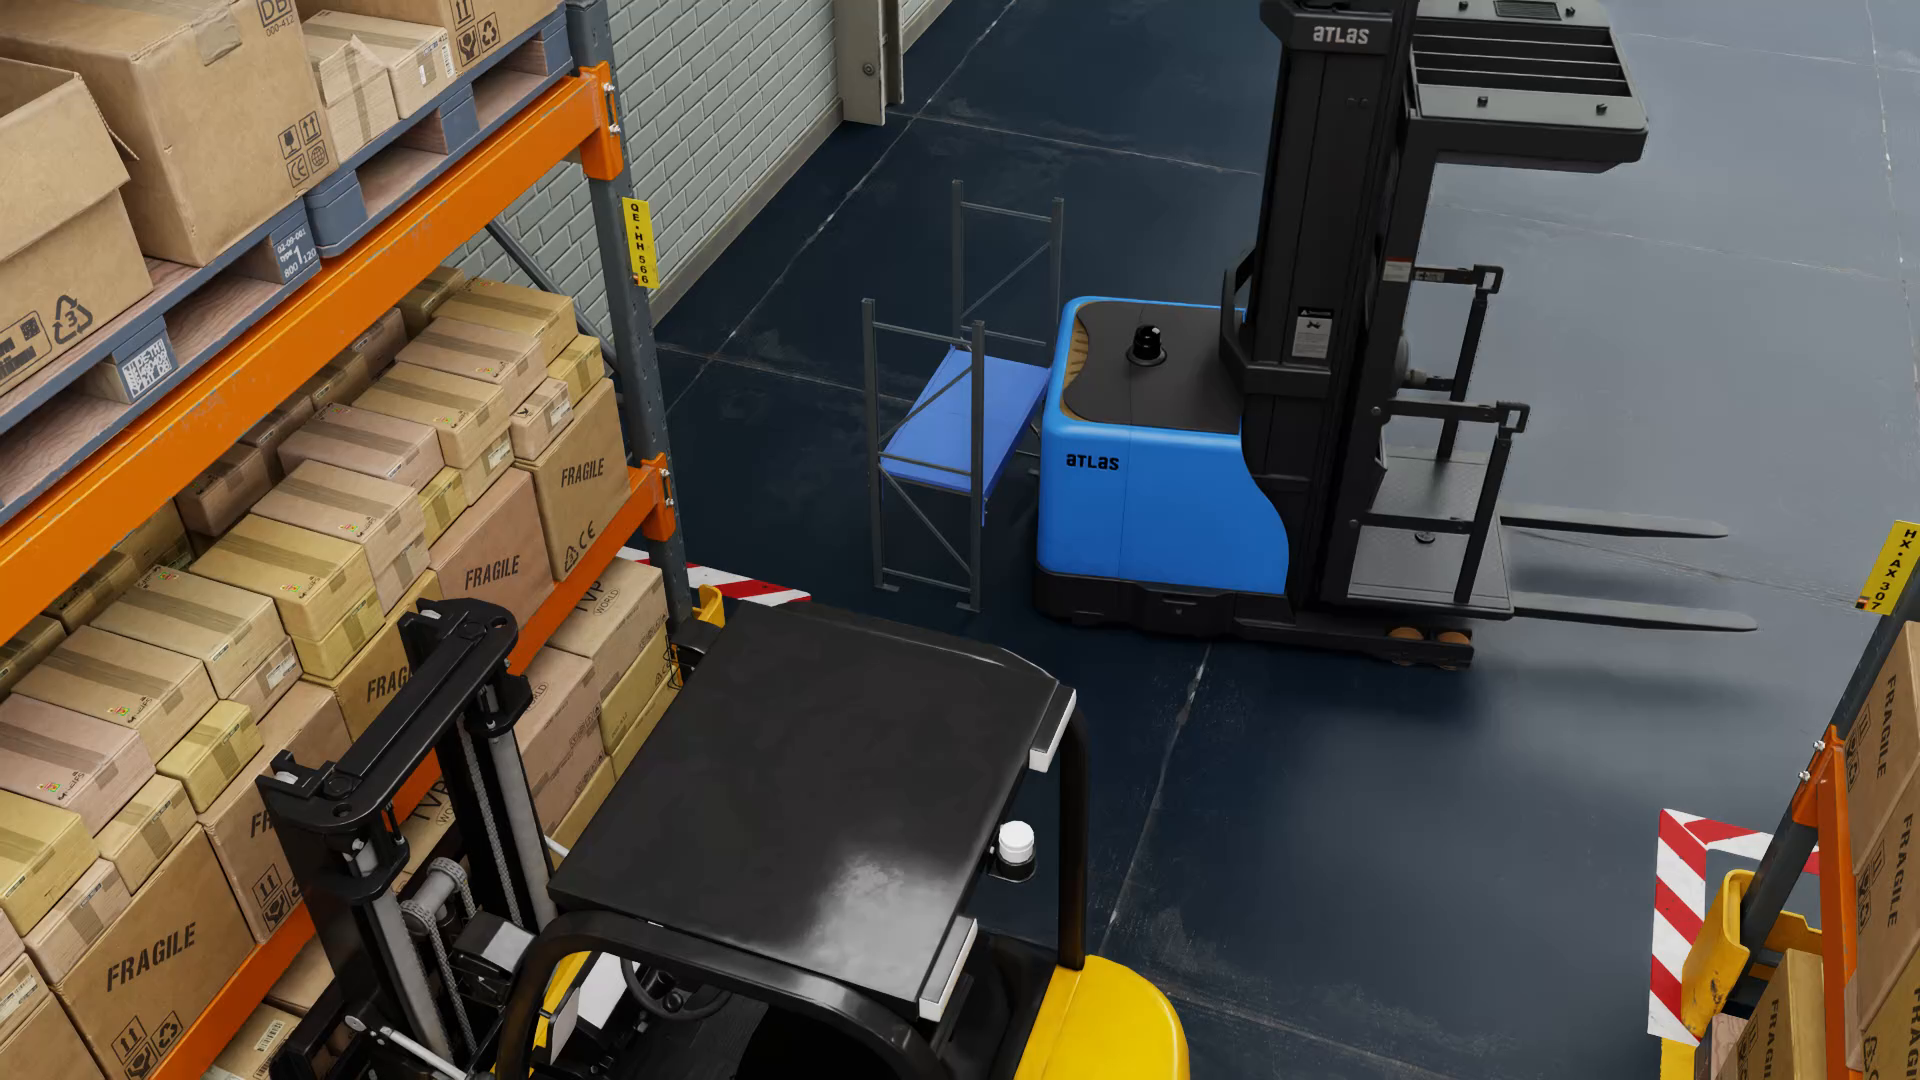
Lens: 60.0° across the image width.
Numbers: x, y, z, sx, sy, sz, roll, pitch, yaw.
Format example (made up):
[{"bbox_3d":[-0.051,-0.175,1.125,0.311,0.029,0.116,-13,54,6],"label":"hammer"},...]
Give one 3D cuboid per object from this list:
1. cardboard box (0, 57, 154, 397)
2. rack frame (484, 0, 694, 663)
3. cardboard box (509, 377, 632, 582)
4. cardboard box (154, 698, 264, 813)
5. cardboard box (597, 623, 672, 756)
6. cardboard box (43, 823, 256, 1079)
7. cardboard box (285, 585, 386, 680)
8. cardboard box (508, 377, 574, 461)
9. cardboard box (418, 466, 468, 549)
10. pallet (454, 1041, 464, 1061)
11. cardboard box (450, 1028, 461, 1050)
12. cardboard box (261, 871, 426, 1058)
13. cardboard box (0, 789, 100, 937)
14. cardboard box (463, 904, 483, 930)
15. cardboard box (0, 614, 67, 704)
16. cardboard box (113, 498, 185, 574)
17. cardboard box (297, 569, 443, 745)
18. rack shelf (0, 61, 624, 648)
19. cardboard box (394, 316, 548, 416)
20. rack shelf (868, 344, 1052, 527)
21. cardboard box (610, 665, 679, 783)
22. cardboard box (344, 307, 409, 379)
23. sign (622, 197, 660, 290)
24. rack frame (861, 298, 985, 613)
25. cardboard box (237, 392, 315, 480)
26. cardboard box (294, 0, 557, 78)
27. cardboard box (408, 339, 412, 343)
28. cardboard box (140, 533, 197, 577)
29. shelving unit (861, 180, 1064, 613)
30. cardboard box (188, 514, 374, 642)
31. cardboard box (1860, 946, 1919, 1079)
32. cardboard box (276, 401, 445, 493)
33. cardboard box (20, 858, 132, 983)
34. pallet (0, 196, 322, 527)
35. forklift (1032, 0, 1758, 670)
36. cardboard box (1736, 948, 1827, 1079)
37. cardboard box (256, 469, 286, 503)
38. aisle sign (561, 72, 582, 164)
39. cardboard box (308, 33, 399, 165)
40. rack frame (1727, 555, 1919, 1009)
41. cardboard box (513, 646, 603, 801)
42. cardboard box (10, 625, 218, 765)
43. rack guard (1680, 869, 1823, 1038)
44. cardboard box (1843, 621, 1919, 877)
[{"bbox_3d":[-2.156,-0.673,3.390,0.797,0.503,0.637,15,43,16],"label":"cardboard box"},{"bbox_3d":[-1.554,-0.569,6.060,1.000,3.000,0.127,13,42,15],"label":"rack frame"},{"bbox_3d":[-1.475,-0.249,5.607,0.500,0.500,0.500,12,42,14],"label":"cardboard box"},{"bbox_3d":[-2.018,0.511,4.217,0.380,0.149,0.250,12,42,14],"label":"cardboard box"},{"bbox_3d":[-1.427,0.493,6.225,0.500,0.250,0.500,13,42,15],"label":"cardboard box"},{"bbox_3d":[-2.190,0.989,4.156,0.500,0.500,0.500,13,42,15],"label":"cardboard box"},{"bbox_3d":[-1.825,0.207,4.573,0.380,0.149,0.250,14,42,15],"label":"cardboard box"},{"bbox_3d":[-1.469,-0.418,5.306,0.380,0.149,0.250,14,42,16],"label":"cardboard box"},{"bbox_3d":[-1.710,-0.125,4.962,0.380,0.149,0.250,13,42,15],"label":"cardboard box"},{"bbox_3d":[-2.195,1.709,5.538,1.003,0.211,1.213,13,42,15],"label":"pallet"},{"bbox_3d":[-1.933,1.600,5.313,0.500,0.250,0.500,15,43,16],"label":"cardboard box"},{"bbox_3d":[-1.931,1.217,4.991,0.500,0.250,0.500,12,42,14],"label":"cardboard box"},{"bbox_3d":[-2.203,0.708,3.757,0.380,0.149,0.250,13,42,14],"label":"cardboard box"},{"bbox_3d":[-1.765,1.116,5.494,0.500,0.250,0.500,12,42,14],"label":"cardboard box"},{"bbox_3d":[-2.512,0.289,4.248,0.380,0.149,0.250,14,43,16],"label":"cardboard box"},{"bbox_3d":[-2.415,-0.042,4.635,0.380,0.149,0.250,12,42,14],"label":"cardboard box"},{"bbox_3d":[-1.836,0.378,4.873,0.500,0.500,0.500,13,42,14],"label":"cardboard box"},{"bbox_3d":[-2.238,-0.217,3.890,1.077,0.370,4.000,13,42,15],"label":"rack shelf"},{"bbox_3d":[-1.533,-0.545,5.225,0.380,0.149,0.250,13,42,15],"label":"cardboard box"},{"bbox_3d":[0.029,-0.486,7.395,0.538,0.185,1.000,13,42,15],"label":"rack shelf"},{"bbox_3d":[-1.418,0.674,6.398,0.500,0.250,0.500,14,42,15],"label":"cardboard box"},{"bbox_3d":[-2.019,-0.662,5.362,0.380,0.149,0.250,15,43,17],"label":"cardboard box"},{"bbox_3d":[-1.049,-0.971,5.456,0.100,0.325,0.005,13,42,15],"label":"sign"},{"bbox_3d":[-0.145,-0.313,6.914,0.500,1.500,0.032,13,42,15],"label":"rack frame"},{"bbox_3d":[-2.166,-0.346,4.992,0.380,0.149,0.250,14,42,15],"label":"cardboard box"},{"bbox_3d":[-1.476,-1.622,4.505,0.500,0.500,0.500,15,43,16],"label":"cardboard box"},{"bbox_3d":[-1.914,-0.705,5.642,0.380,0.149,0.250,12,42,14],"label":"cardboard box"},{"bbox_3d":[-2.420,0.064,4.741,0.380,0.149,0.250,15,43,17],"label":"cardboard box"},{"bbox_3d":[0.029,-0.623,7.278,0.538,1.500,1.048,13,42,15],"label":"shelving unit"},{"bbox_3d":[-1.821,0.099,4.471,0.380,0.149,0.250,14,42,16],"label":"cardboard box"},{"bbox_3d":[2.342,1.234,3.640,0.500,0.500,0.500,13,42,14],"label":"cardboard box"},{"bbox_3d":[-1.752,-0.244,4.872,0.380,0.149,0.250,14,42,15],"label":"cardboard box"},{"bbox_3d":[-2.170,0.832,3.840,0.380,0.149,0.250,13,42,15],"label":"cardboard box"},{"bbox_3d":[-2.235,-0.505,3.741,1.003,0.211,1.213,13,42,15],"label":"pallet"},{"bbox_3d":[1.877,-0.934,6.541,3.031,2.935,1.130,5,41,6],"label":"forklift"},{"bbox_3d":[2.569,1.576,4.762,0.500,0.500,0.500,12,42,14],"label":"cardboard box"},{"bbox_3d":[-2.180,-0.237,5.094,0.380,0.149,0.250,12,42,14],"label":"cardboard box"},{"bbox_3d":[-1.255,-1.533,5.187,0.394,0.787,0.004,13,42,15],"label":"aisle sign"},{"bbox_3d":[-1.639,-1.130,4.109,0.396,0.266,0.258,13,42,15],"label":"cardboard box"},{"bbox_3d":[3.112,0.530,4.771,1.000,3.000,0.127,13,42,15],"label":"rack frame"},{"bbox_3d":[-1.587,0.599,5.715,0.500,0.250,0.500,14,42,16],"label":"cardboard box"},{"bbox_3d":[-2.099,0.384,4.136,0.380,0.149,0.250,13,42,15],"label":"cardboard box"},{"bbox_3d":[3.086,1.527,5.528,1.175,0.500,0.348,13,42,15],"label":"rack guard"},{"bbox_3d":[2.689,0.606,4.376,0.500,0.500,0.500,13,42,14],"label":"cardboard box"}]
